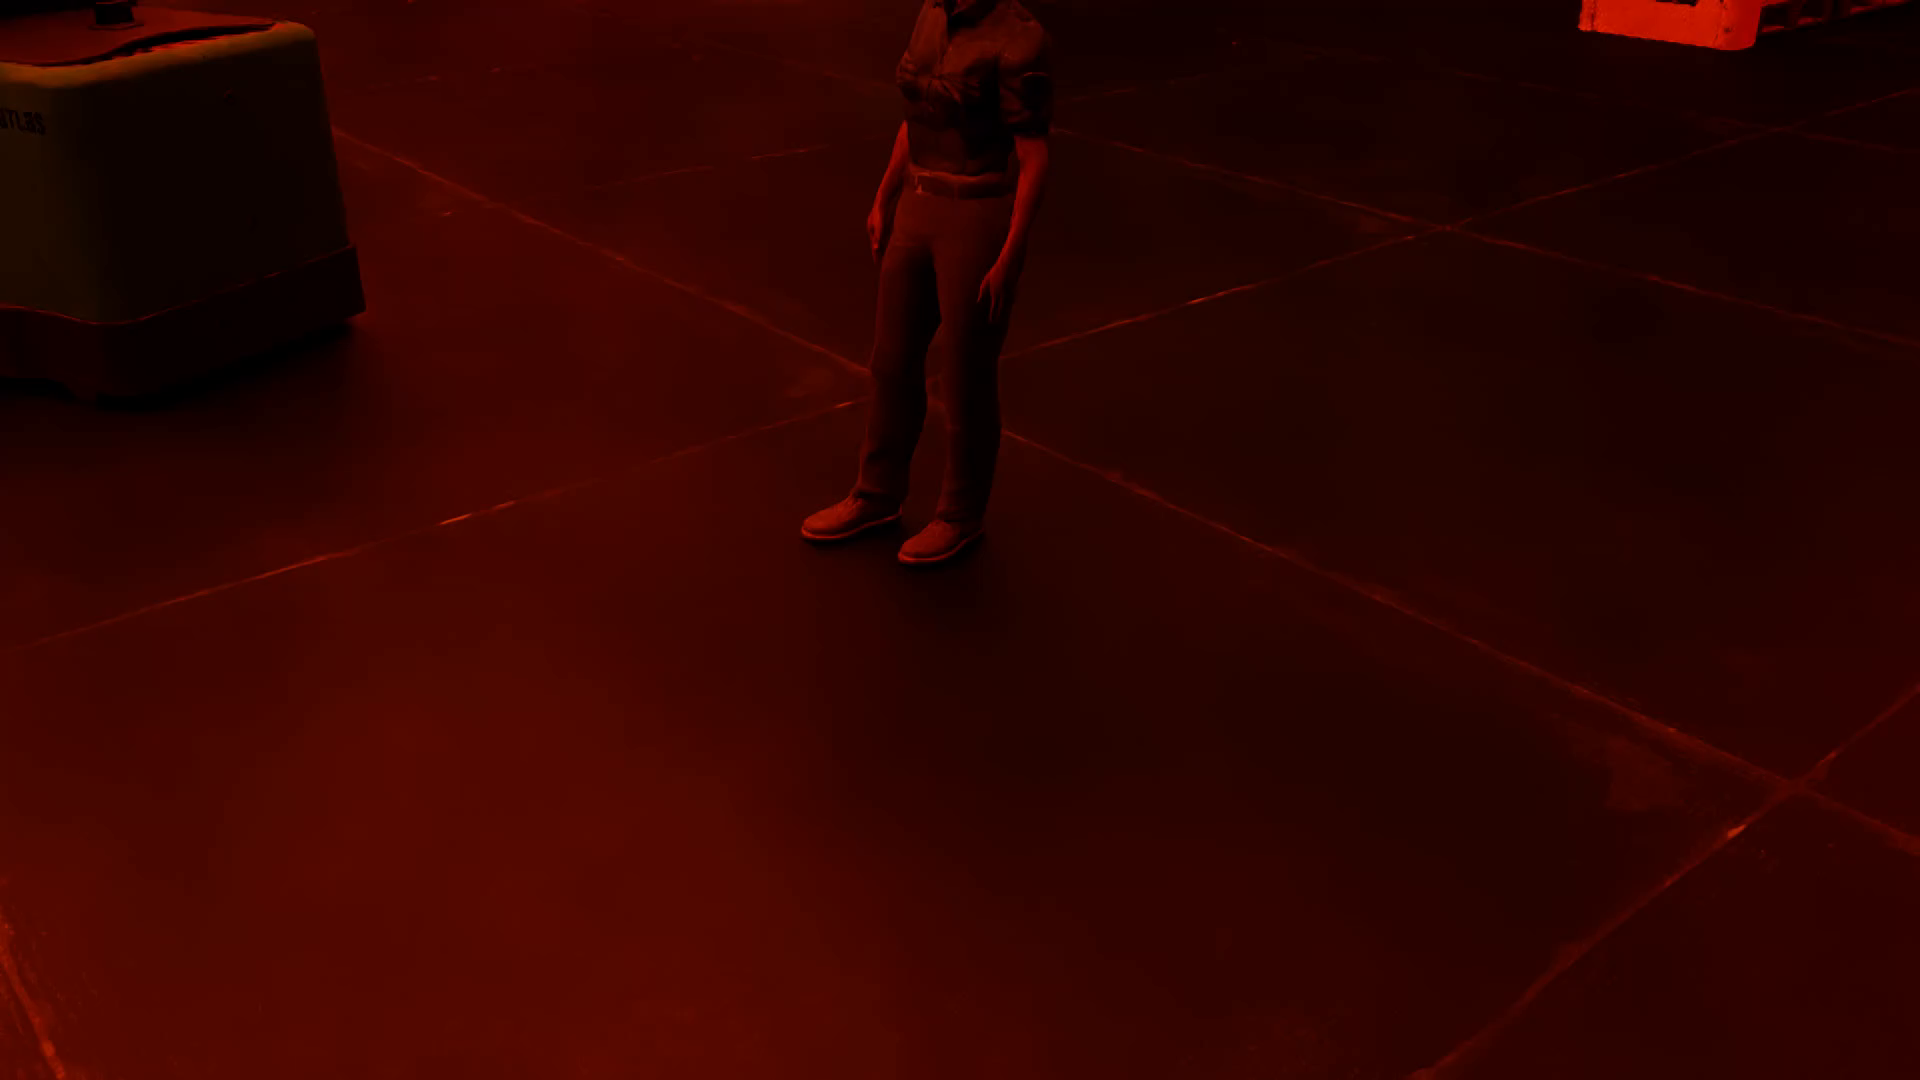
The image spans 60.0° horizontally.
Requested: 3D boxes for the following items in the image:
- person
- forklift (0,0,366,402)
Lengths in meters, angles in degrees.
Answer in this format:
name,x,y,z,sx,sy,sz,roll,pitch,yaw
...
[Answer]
name,x,y,z,sx,sy,sz,roll,pitch,yaw
person,-0.080,-0.729,4.093,0.503,1.654,0.570,-20,33,-35
forklift,-3.705,-2.199,5.636,3.031,2.935,1.130,13,29,24
